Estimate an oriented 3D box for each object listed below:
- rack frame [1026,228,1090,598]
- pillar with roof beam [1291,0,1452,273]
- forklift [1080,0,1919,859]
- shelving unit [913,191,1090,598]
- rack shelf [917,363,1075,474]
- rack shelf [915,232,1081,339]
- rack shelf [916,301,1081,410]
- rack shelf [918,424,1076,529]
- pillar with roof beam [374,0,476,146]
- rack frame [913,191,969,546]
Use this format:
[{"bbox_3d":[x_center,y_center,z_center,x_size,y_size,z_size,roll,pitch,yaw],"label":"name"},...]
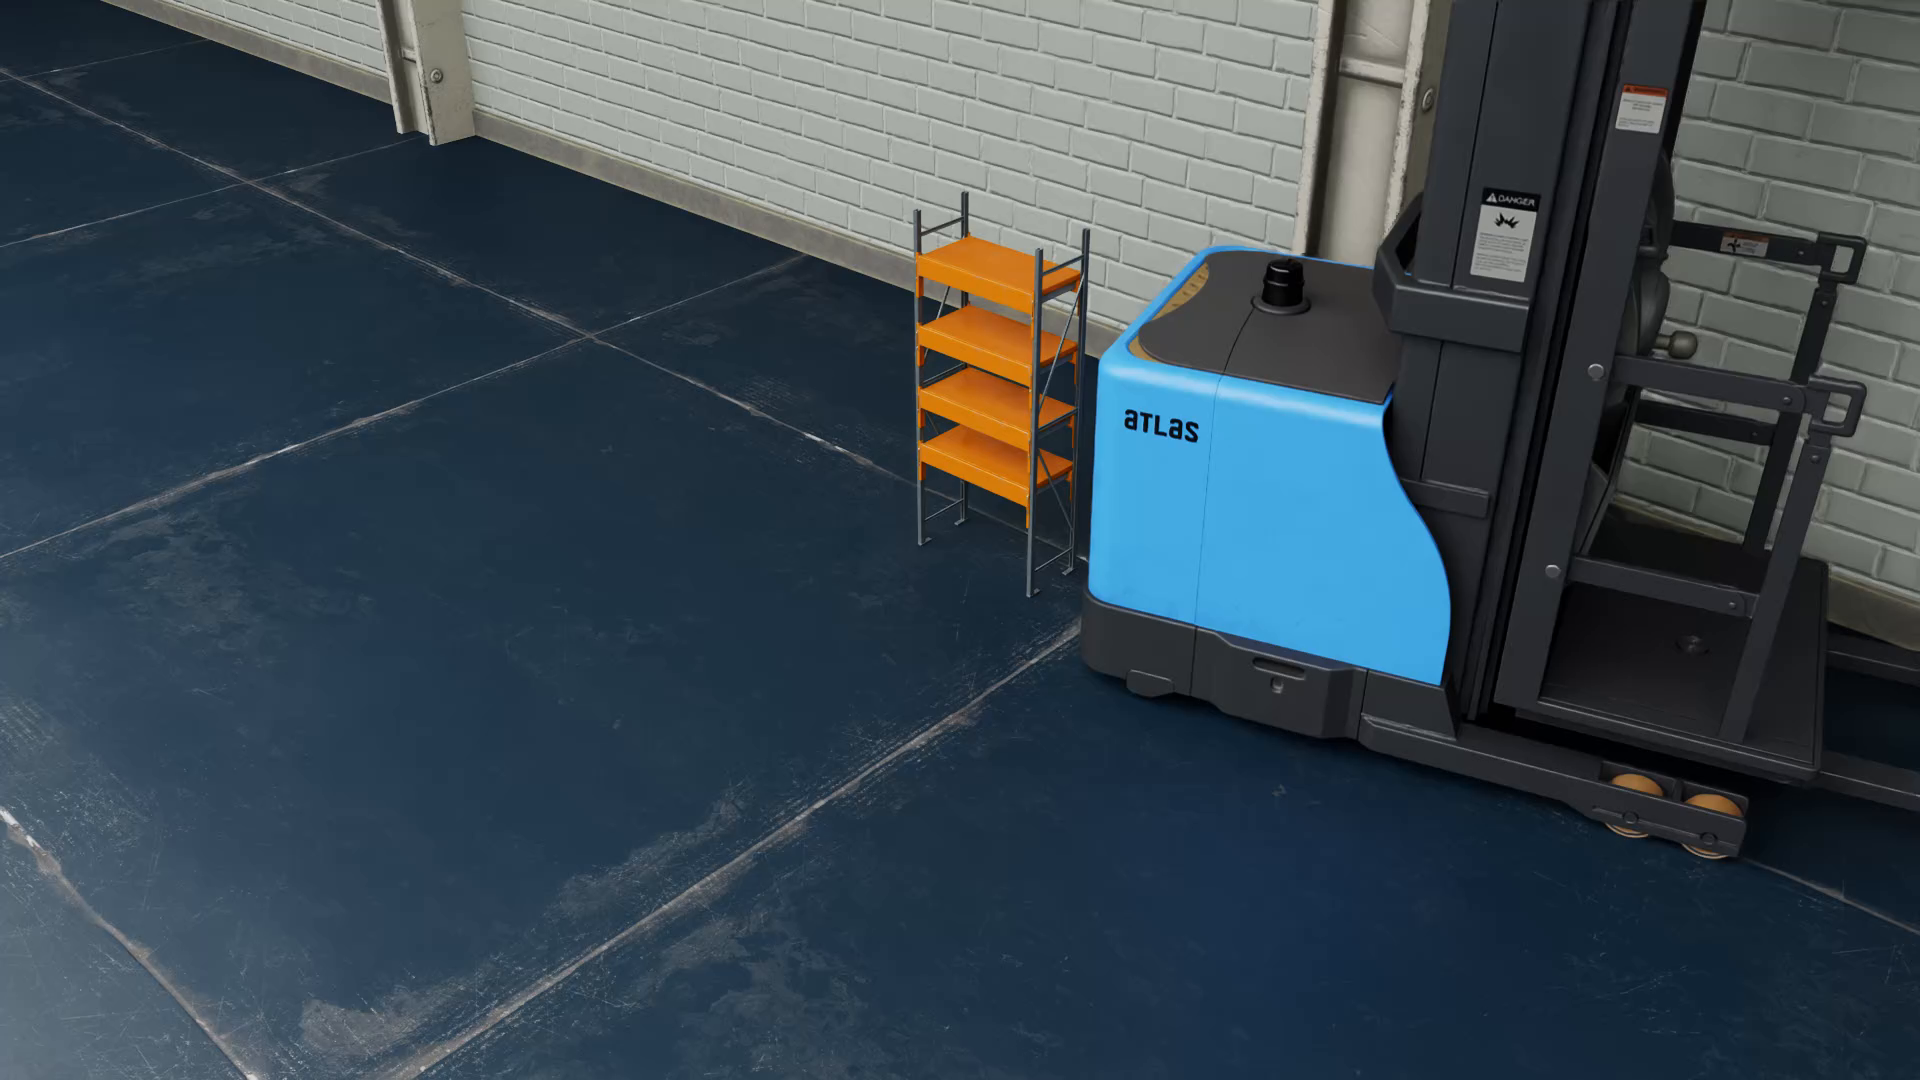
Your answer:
[{"bbox_3d":[0.304,-0.372,5.205,0.015,1.200,0.240,25,39,35],"label":"rack frame"},{"bbox_3d":[-1.479,-2.509,1.192,0.400,9.000,9.100,25,39,35],"label":"pillar with roof beam"},{"bbox_3d":[1.923,-0.734,4.127,3.031,2.935,1.130,14,34,21],"label":"forklift"},{"bbox_3d":[0.123,-0.457,5.345,0.503,1.200,0.258,25,39,35],"label":"shelving unit"},{"bbox_3d":[0.123,-0.399,5.380,0.480,0.148,0.258,25,39,35],"label":"rack shelf"},{"bbox_3d":[0.123,-0.793,5.143,0.480,0.148,0.258,25,39,35],"label":"rack shelf"},{"bbox_3d":[0.123,-0.591,5.265,0.480,0.148,0.258,25,39,35],"label":"rack shelf"},{"bbox_3d":[0.123,-0.229,5.482,0.480,0.148,0.258,25,39,35],"label":"rack shelf"},{"bbox_3d":[-5.928,-4.585,4.641,0.400,9.000,9.100,25,39,35],"label":"pillar with roof beam"},{"bbox_3d":[-0.058,-0.541,5.486,0.015,1.200,0.240,25,39,35],"label":"rack frame"}]
